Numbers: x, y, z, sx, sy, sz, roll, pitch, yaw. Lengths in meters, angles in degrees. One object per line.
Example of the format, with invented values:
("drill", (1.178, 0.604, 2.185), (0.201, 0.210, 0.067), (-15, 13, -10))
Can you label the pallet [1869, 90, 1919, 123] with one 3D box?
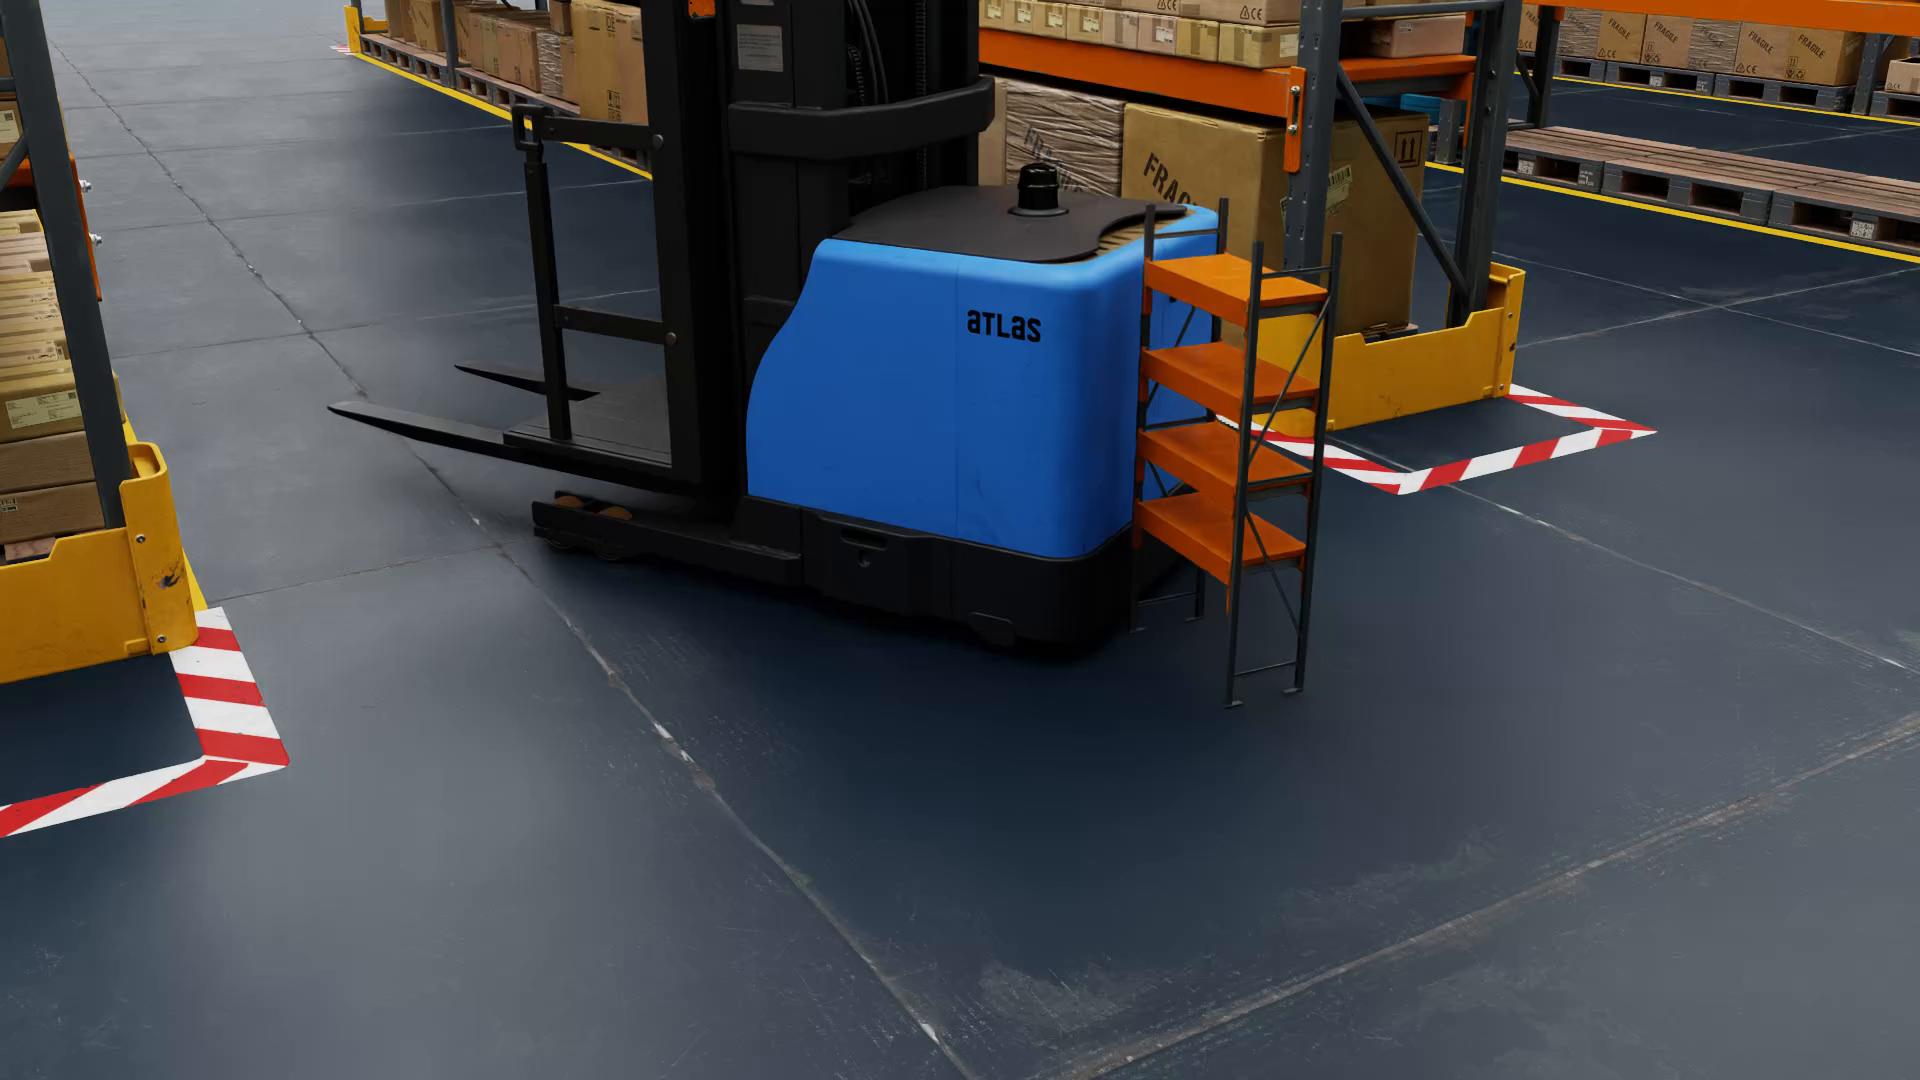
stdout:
("pallet", (8.493, -3.624, 13.947), (1.003, 0.211, 1.213), (-13, 25, -28))

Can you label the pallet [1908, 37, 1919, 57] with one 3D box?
("pallet", (11.314, -5.431, 18.393), (1.003, 0.211, 1.213), (-13, 25, -28))

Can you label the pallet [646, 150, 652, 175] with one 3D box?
("pallet", (-1.461, -2.573, 11.361), (1.003, 0.211, 1.213), (-13, 25, -28))

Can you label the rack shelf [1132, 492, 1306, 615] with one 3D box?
("rack shelf", (0.684, 0.017, 4.381), (0.258, 0.148, 0.480), (-10, 24, -22))

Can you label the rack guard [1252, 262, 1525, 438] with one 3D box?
("rack guard", (1.680, -0.773, 6.550), (1.175, 0.500, 0.348), (-13, 25, -28))

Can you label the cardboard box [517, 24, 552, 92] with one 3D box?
("cardboard box", (-3.368, -4.147, 14.266), (0.700, 0.500, 0.500), (-10, 24, -24))

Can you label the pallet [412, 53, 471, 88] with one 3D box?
("pallet", (-4.835, -4.742, 16.699), (1.003, 0.211, 1.213), (-13, 25, -28))

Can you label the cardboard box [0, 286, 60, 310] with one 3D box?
("cardboard box", (-3.217, -0.730, 5.563), (0.380, 0.149, 0.250), (-12, 25, -26))

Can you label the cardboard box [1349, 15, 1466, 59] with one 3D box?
("cardboard box", (1.771, -2.001, 6.585), (0.380, 0.149, 0.250), (-12, 25, -28))

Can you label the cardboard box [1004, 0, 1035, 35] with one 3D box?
("cardboard box", (0.423, -2.370, 7.491), (0.380, 0.149, 0.250), (-12, 25, -27))

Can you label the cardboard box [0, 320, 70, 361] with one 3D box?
("cardboard box", (-2.886, -0.574, 5.180), (0.380, 0.149, 0.250), (-13, 25, -28))

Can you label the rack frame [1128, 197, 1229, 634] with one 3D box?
("rack frame", (0.584, -0.313, 4.487), (0.240, 1.200, 0.015), (-10, 24, -22))

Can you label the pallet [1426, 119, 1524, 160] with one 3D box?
("pallet", (3.525, -3.153, 12.787), (1.003, 0.211, 1.213), (-13, 25, -28))

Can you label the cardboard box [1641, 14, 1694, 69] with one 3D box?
("cardboard box", (6.882, -4.777, 15.816), (0.500, 0.500, 0.500), (-14, 26, -30))

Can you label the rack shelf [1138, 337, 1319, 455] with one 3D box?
("rack shelf", (0.684, -0.374, 4.222), (0.258, 0.148, 0.480), (-10, 24, -22))

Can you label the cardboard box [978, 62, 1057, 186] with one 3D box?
("cardboard box", (0.353, -1.924, 8.325), (0.875, 0.875, 0.875), (-13, 25, -28))

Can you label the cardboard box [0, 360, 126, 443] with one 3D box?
("cardboard box", (-2.623, -0.402, 4.756), (0.380, 0.149, 0.250), (-14, 26, -31))

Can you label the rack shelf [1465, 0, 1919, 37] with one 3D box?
("rack shelf", (4.905, -3.206, 10.171), (1.077, 0.370, 4.000), (-13, 25, -28))

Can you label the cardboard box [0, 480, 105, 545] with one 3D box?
("cardboard box", (-2.640, -0.123, 4.858), (0.380, 0.149, 0.250), (-12, 25, -27))

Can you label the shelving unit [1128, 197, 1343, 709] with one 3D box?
("shelving unit", (0.684, -0.229, 4.281), (0.258, 1.200, 0.503), (-10, 24, -22))

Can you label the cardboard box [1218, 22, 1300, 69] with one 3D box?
("cardboard box", (1.203, -1.875, 6.274), (0.380, 0.149, 0.250), (-12, 25, -27))

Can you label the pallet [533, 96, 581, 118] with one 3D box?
("pallet", (-2.816, -3.490, 13.618), (1.003, 0.211, 1.213), (-13, 25, -28))

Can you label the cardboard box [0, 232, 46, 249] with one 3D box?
("cardboard box", (-3.704, -1.074, 6.408), (0.380, 0.149, 0.250), (-14, 26, -31))

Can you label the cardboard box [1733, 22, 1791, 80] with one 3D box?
("cardboard box", (7.399, -4.450, 15.012), (0.500, 0.500, 0.500), (-13, 25, -28))

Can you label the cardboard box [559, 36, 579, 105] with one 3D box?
("cardboard box", (-2.778, -3.788, 13.382), (0.700, 0.500, 0.500), (-14, 26, -31))

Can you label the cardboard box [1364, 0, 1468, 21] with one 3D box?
("cardboard box", (1.655, -2.215, 6.581), (0.500, 0.250, 0.500), (-13, 26, -30))

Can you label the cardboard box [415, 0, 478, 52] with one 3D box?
("cardboard box", (-5.315, -5.367, 17.294), (0.500, 0.500, 0.500), (-15, 27, -33))

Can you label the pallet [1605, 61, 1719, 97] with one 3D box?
("pallet", (7.068, -4.498, 16.097), (1.003, 0.211, 1.213), (-13, 25, -28))

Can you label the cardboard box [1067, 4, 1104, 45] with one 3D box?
("cardboard box", (0.680, -2.205, 7.086), (0.380, 0.149, 0.250), (-13, 26, -29))

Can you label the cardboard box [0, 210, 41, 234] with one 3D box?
("cardboard box", (-3.987, -1.243, 6.823), (0.380, 0.149, 0.250), (-13, 25, -29))

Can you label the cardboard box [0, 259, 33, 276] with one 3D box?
("cardboard box", (-3.523, -0.887, 5.949), (0.380, 0.149, 0.250), (-13, 25, -28))

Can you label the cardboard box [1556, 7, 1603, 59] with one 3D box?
("cardboard box", (6.359, -5.108, 16.631), (0.500, 0.500, 0.500), (-14, 26, -30))

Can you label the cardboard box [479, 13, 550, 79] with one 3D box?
("cardboard box", (-3.939, -4.509, 15.155), (0.700, 0.500, 0.500), (-13, 25, -29))

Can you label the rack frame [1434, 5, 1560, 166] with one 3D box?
("rack frame", (3.883, -4.187, 11.628), (1.000, 3.000, 0.127), (-13, 25, -28))

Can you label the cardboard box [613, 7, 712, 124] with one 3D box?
("cardboard box", (-1.635, -3.222, 11.518), (1.225, 0.875, 0.875), (-13, 25, -28))

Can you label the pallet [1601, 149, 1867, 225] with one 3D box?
("pallet", (4.919, -2.269, 10.613), (1.003, 0.211, 1.213), (-13, 25, -28))

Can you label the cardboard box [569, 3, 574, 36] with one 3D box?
("cardboard box", (-2.786, -4.133, 13.236), (0.500, 0.250, 0.500), (-11, 25, -26))

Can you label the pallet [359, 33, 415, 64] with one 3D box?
("pallet", (-6.081, -5.532, 18.642), (1.003, 0.211, 1.213), (-13, 25, -28))

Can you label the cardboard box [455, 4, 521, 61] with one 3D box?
("cardboard box", (-4.632, -4.997, 16.385), (0.500, 0.500, 0.500), (-13, 26, -30))

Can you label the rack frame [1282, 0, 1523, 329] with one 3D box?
("rack frame", (1.668, -1.939, 6.099), (1.000, 3.000, 0.127), (-13, 25, -28))

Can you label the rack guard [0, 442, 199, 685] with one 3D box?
("rack guard", (-2.686, 0.116, 4.363), (1.175, 0.500, 0.348), (-13, 25, -28))

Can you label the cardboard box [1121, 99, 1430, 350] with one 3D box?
("cardboard box", (1.272, -1.341, 6.891), (0.875, 0.875, 0.875), (-13, 25, -28))

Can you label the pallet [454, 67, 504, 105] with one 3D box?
("pallet", (-4.063, -4.280, 15.561), (1.003, 0.211, 1.213), (-13, 25, -28))

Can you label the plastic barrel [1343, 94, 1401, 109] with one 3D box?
("plastic barrel", (3.258, -3.818, 12.949), (0.600, 0.901, 0.708), (-13, 25, -28))

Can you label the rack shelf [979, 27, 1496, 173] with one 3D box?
("rack shelf", (0.647, -2.253, 7.827), (1.077, 0.370, 4.000), (-13, 25, -28))

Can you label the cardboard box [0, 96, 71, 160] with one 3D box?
("cardboard box", (-2.531, -1.069, 4.292), (0.380, 0.149, 0.250), (-13, 25, -29))

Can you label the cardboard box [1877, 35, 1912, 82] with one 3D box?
("cardboard box", (8.106, -4.387, 14.857), (0.500, 0.500, 0.500), (-14, 26, -31))

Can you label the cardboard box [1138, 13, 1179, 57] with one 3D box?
("cardboard box", (0.941, -2.040, 6.681), (0.380, 0.149, 0.250), (-13, 25, -28))

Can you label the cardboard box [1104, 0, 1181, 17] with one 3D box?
("cardboard box", (0.934, -2.278, 6.735), (0.500, 0.250, 0.500), (-13, 26, -29))

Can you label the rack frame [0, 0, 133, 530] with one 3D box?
("rack frame", (-2.647, -1.018, 3.832), (1.000, 3.000, 0.127), (-13, 25, -28))

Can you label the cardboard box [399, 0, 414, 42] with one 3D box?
("cardboard box", (-5.865, -5.763, 18.268), (0.500, 0.500, 0.500), (-6, 23, -14))

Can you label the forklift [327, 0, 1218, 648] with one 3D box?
("forklift", (-0.756, -1.452, 4.991), (3.031, 2.935, 1.130), (12, 25, 27))
